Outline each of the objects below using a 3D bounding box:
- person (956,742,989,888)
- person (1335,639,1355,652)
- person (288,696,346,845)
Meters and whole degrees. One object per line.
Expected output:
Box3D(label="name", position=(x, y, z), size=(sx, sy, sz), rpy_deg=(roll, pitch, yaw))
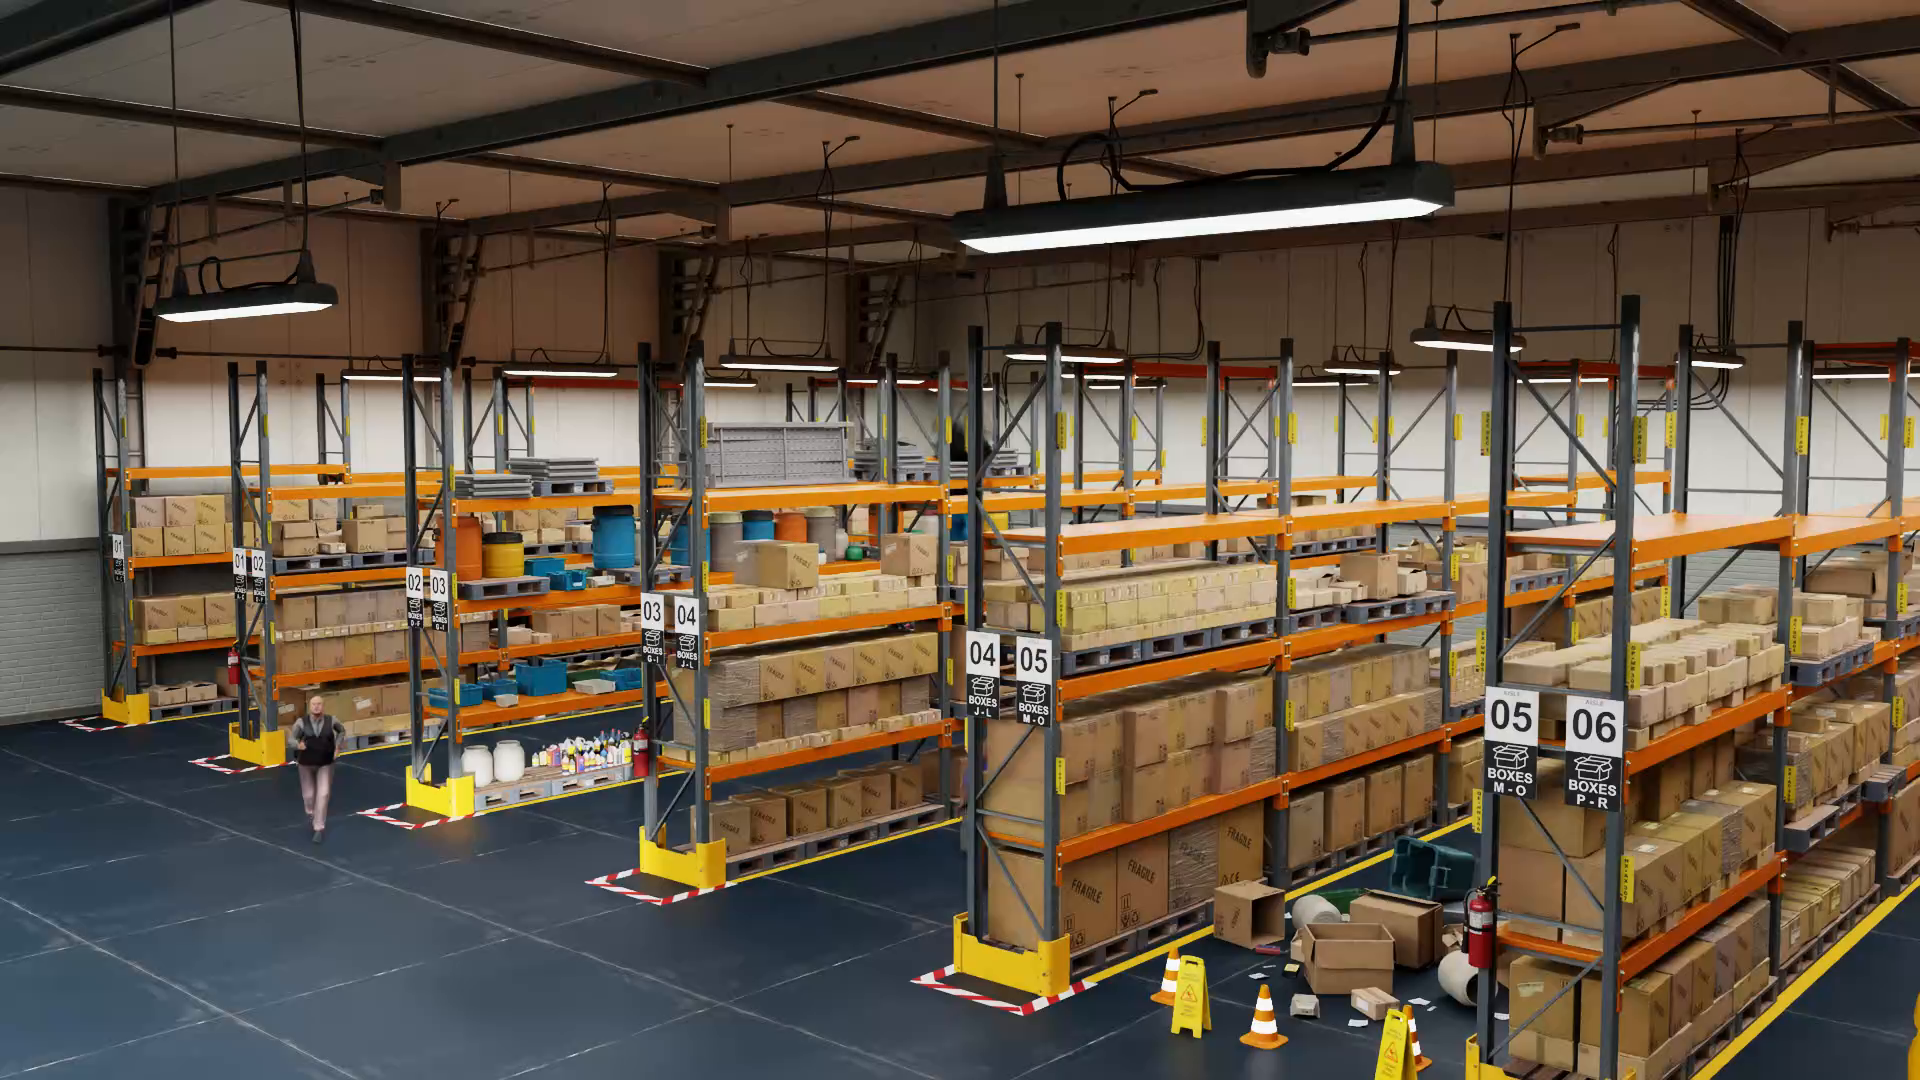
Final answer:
Box3D(label="person", position=(0.213, 3.023, 18.280), size=(0.575, 1.611, 0.559), rpy_deg=(2, 5, 27))
Box3D(label="person", position=(6.123, 2.355, 26.400), size=(0.663, 1.785, 0.878), rpy_deg=(3, 5, 38))
Box3D(label="person", position=(-7.923, 2.791, 20.505), size=(0.666, 1.749, 0.935), rpy_deg=(-1, 4, -18))
